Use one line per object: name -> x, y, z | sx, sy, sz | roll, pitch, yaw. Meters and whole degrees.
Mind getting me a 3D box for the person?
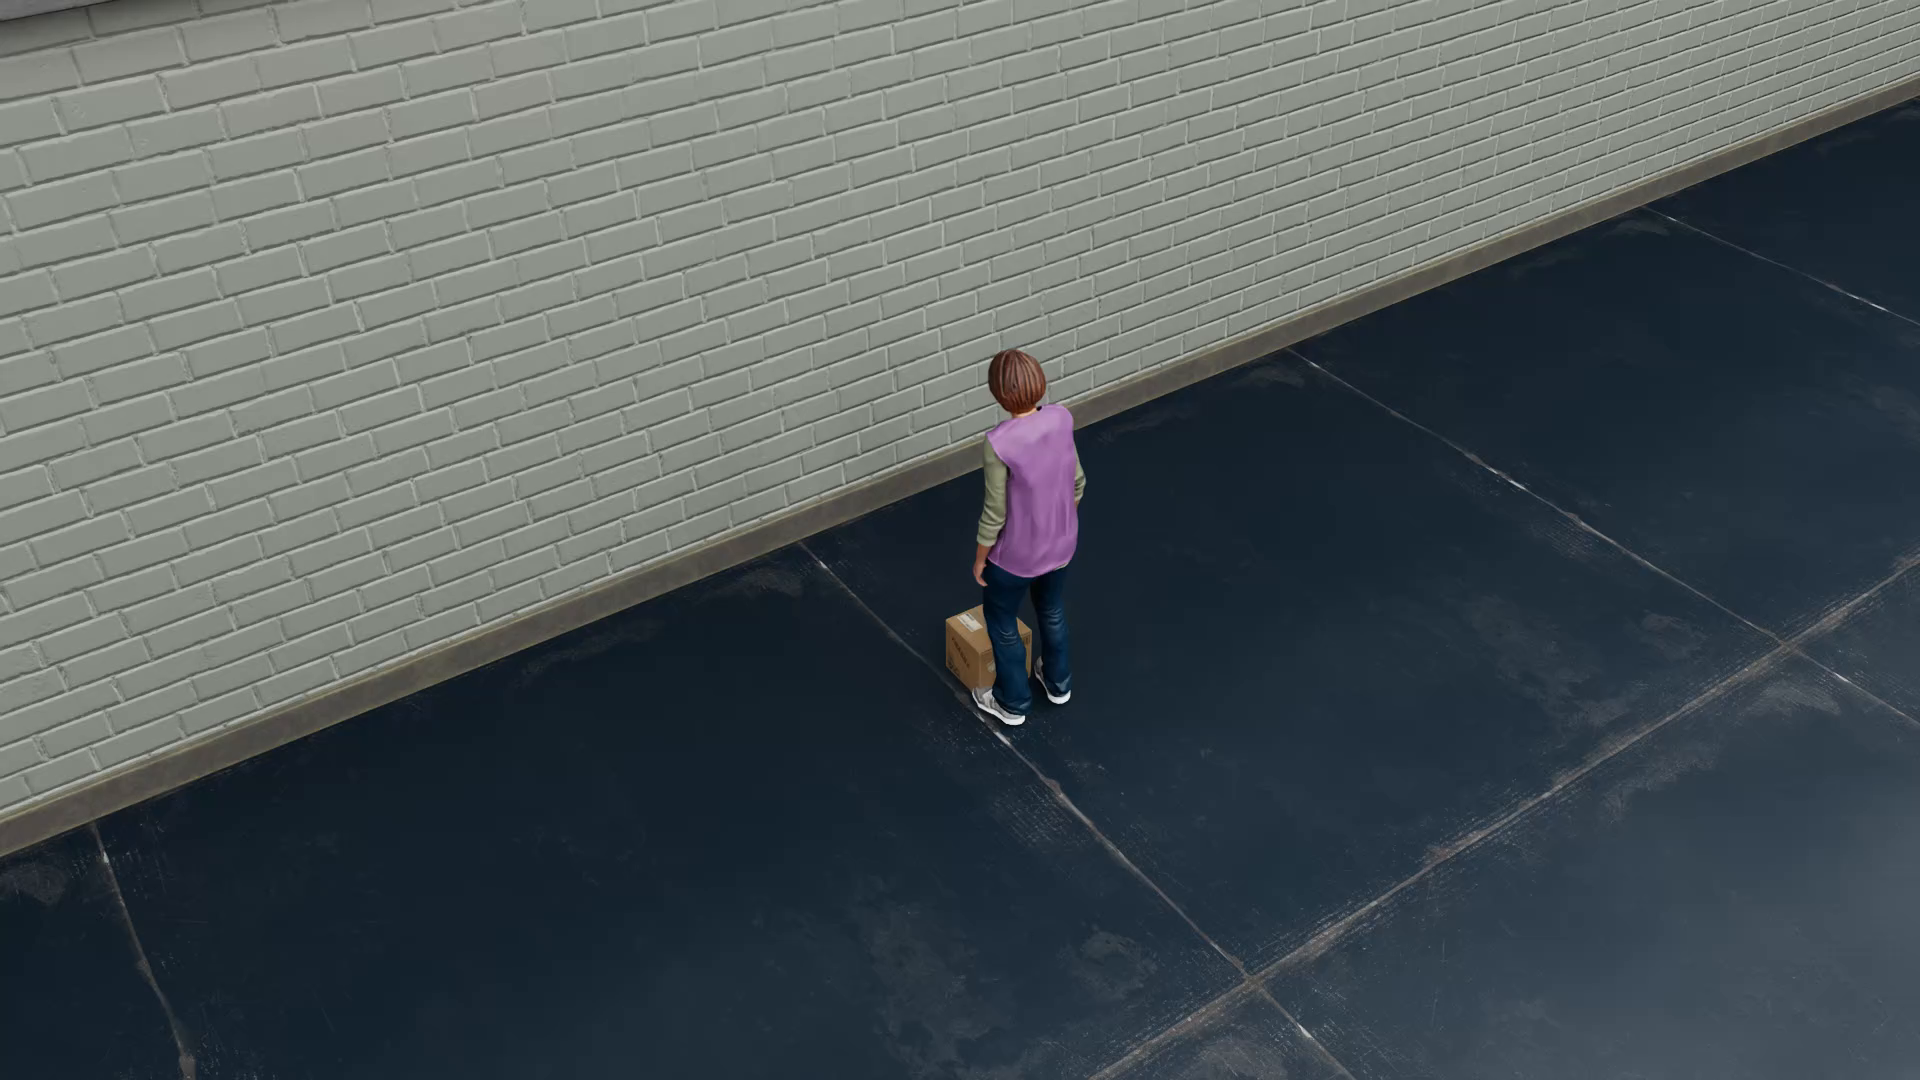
person -> 0.248, 0.019, 6.134 | 0.474, 1.590, 0.346 | -23, 42, -27
